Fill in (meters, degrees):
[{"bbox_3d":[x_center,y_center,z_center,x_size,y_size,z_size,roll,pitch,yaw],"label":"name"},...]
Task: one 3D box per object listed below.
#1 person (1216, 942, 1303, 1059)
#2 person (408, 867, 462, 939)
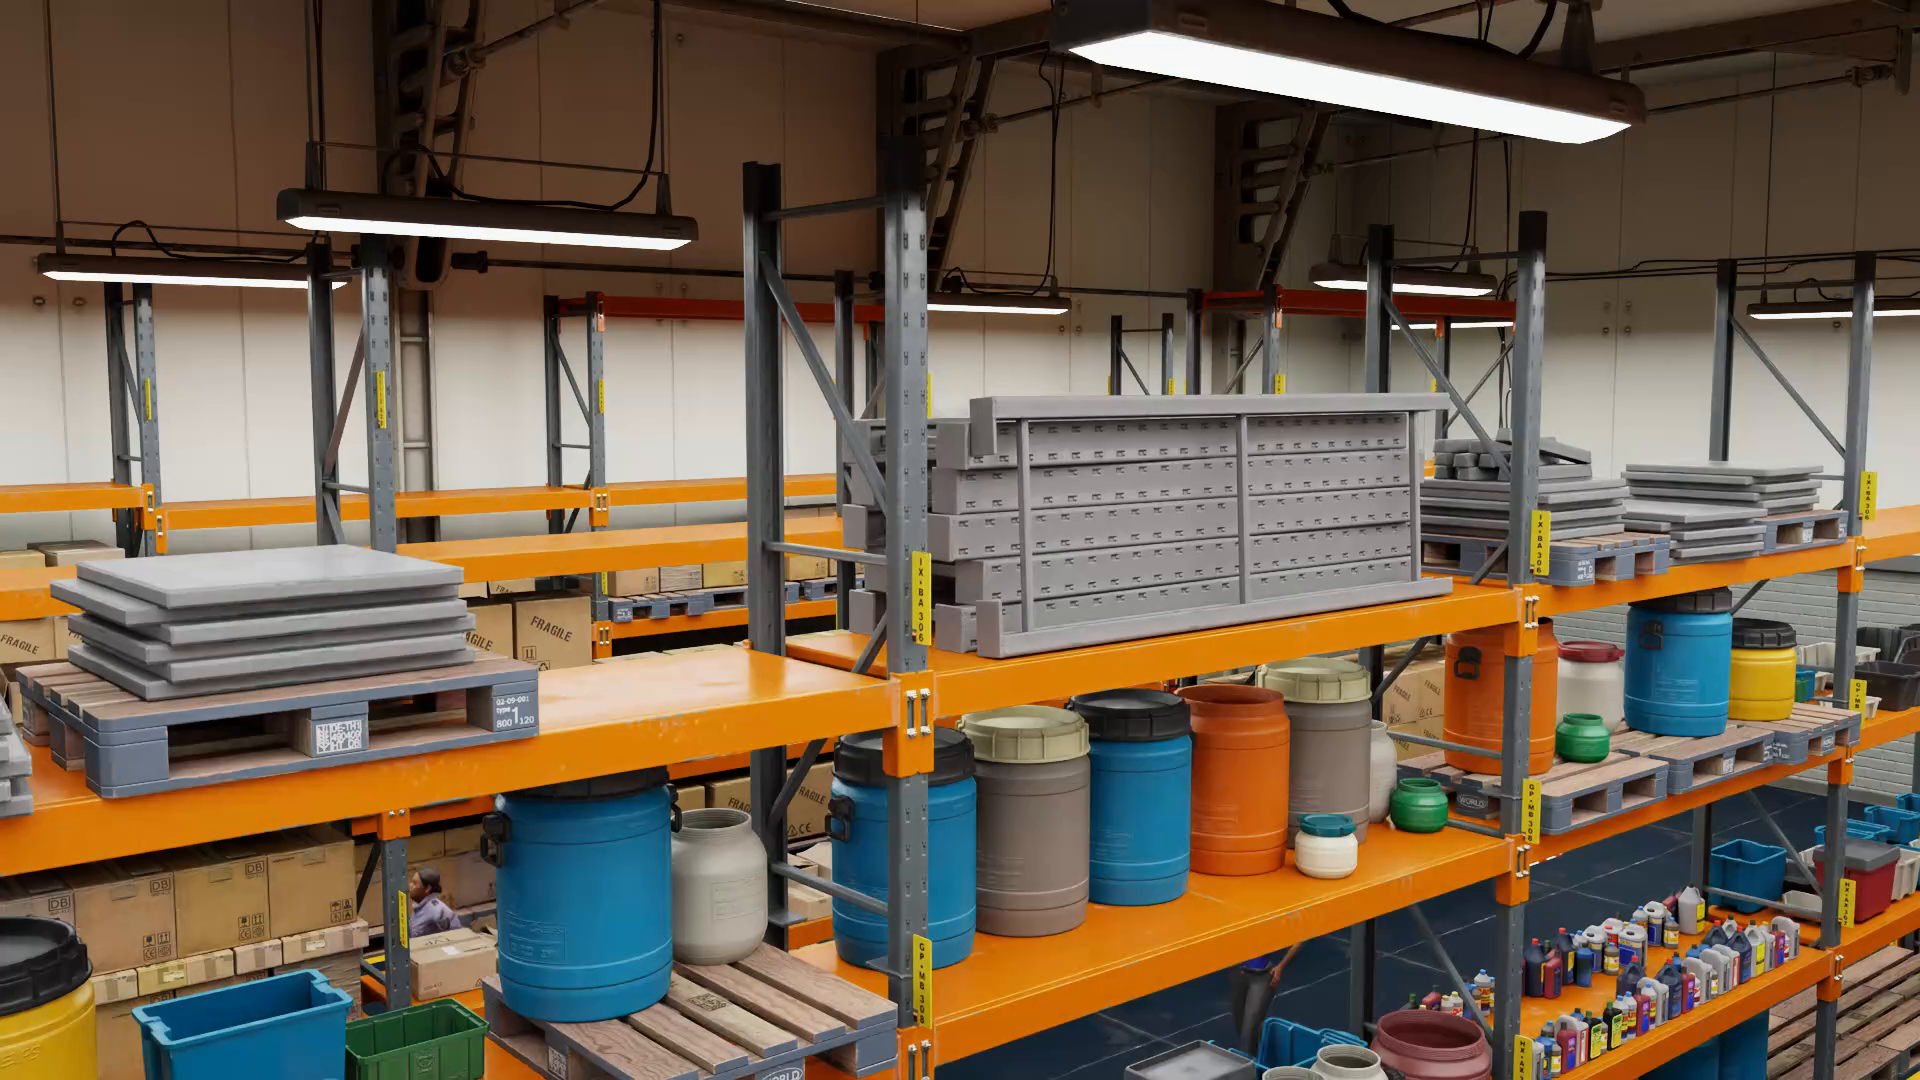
[{"bbox_3d":[2.151,3.202,12.053,0.579,1.659,0.859,5,7,39],"label":"person"},{"bbox_3d":[-3.840,3.202,12.242,0.625,1.617,0.615,-4,7,-34],"label":"person"}]
